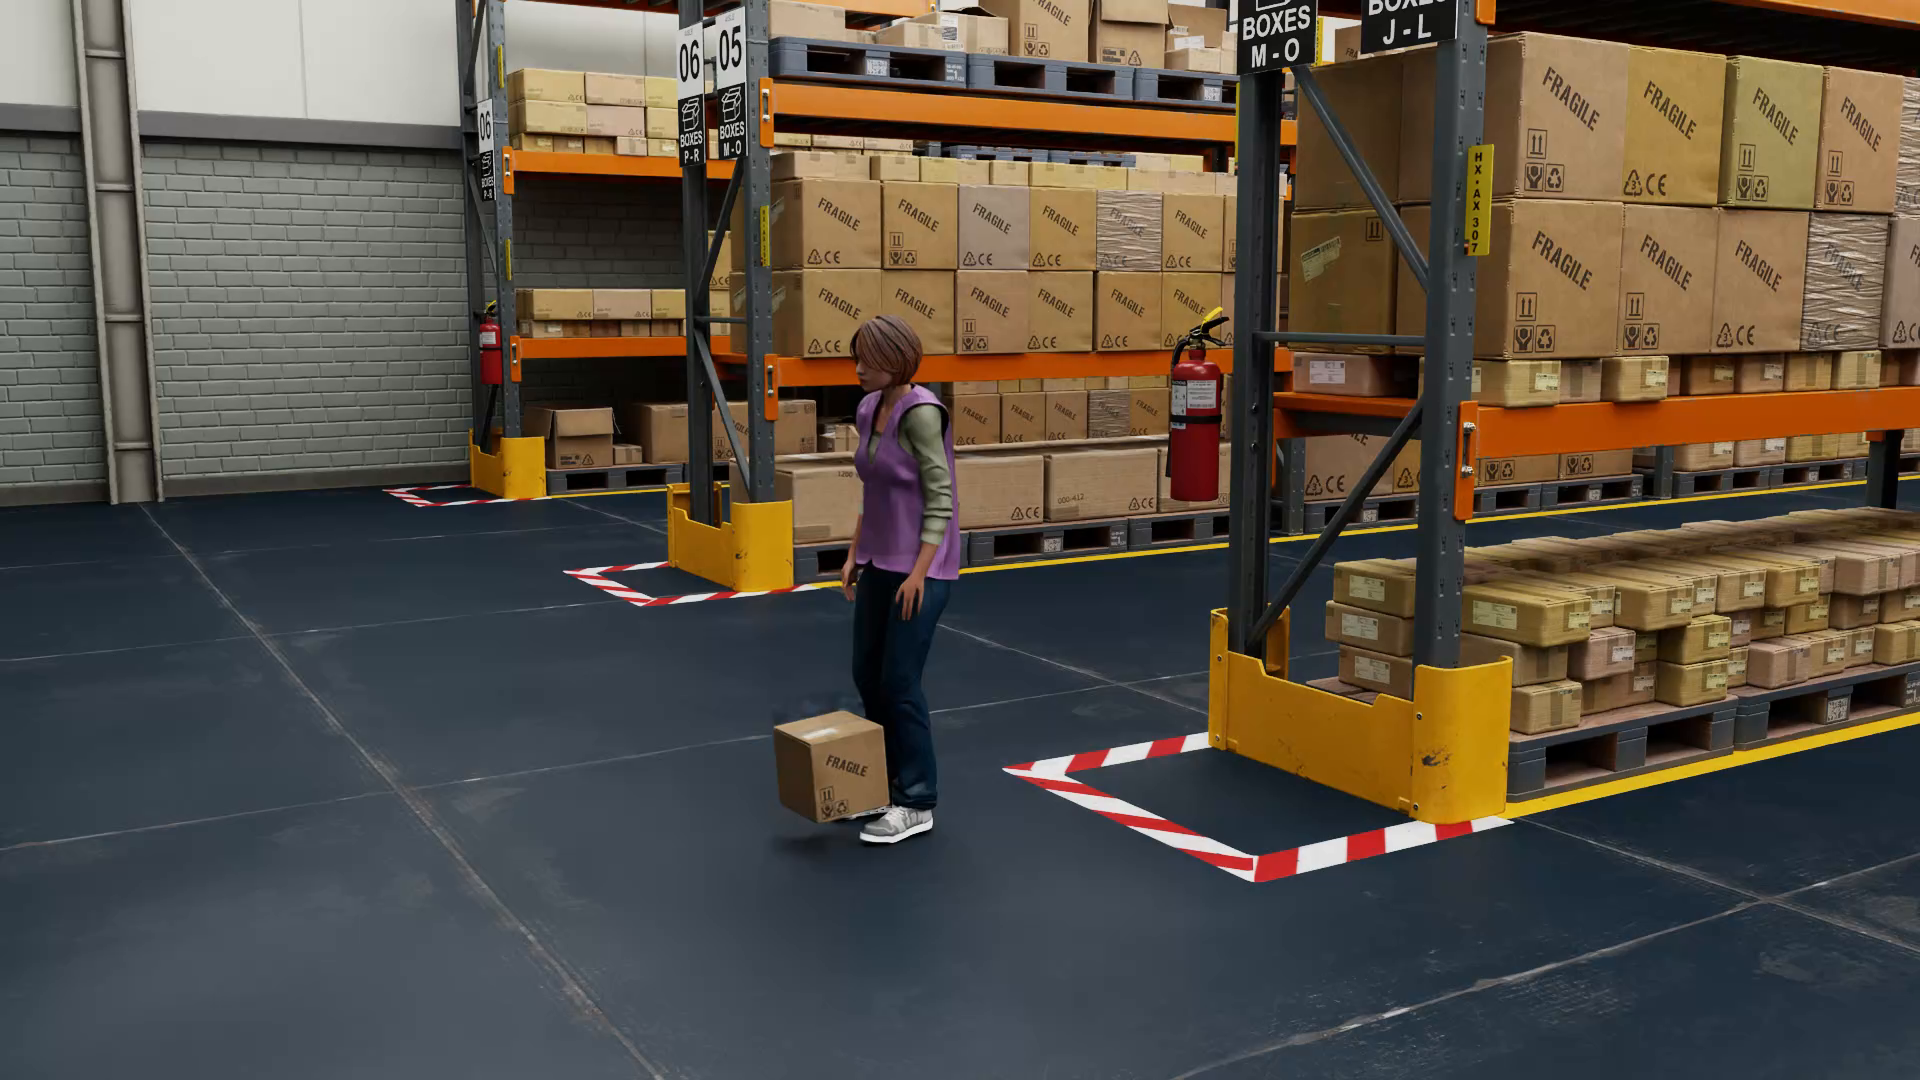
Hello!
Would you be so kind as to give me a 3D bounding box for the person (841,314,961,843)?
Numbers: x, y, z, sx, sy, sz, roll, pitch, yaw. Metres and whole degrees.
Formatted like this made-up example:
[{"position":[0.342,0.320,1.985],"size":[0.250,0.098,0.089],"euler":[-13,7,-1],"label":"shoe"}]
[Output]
[{"position":[-0.201,0.112,5.105],"size":[0.374,1.594,0.458],"euler":[-5,10,-33],"label":"person"}]
